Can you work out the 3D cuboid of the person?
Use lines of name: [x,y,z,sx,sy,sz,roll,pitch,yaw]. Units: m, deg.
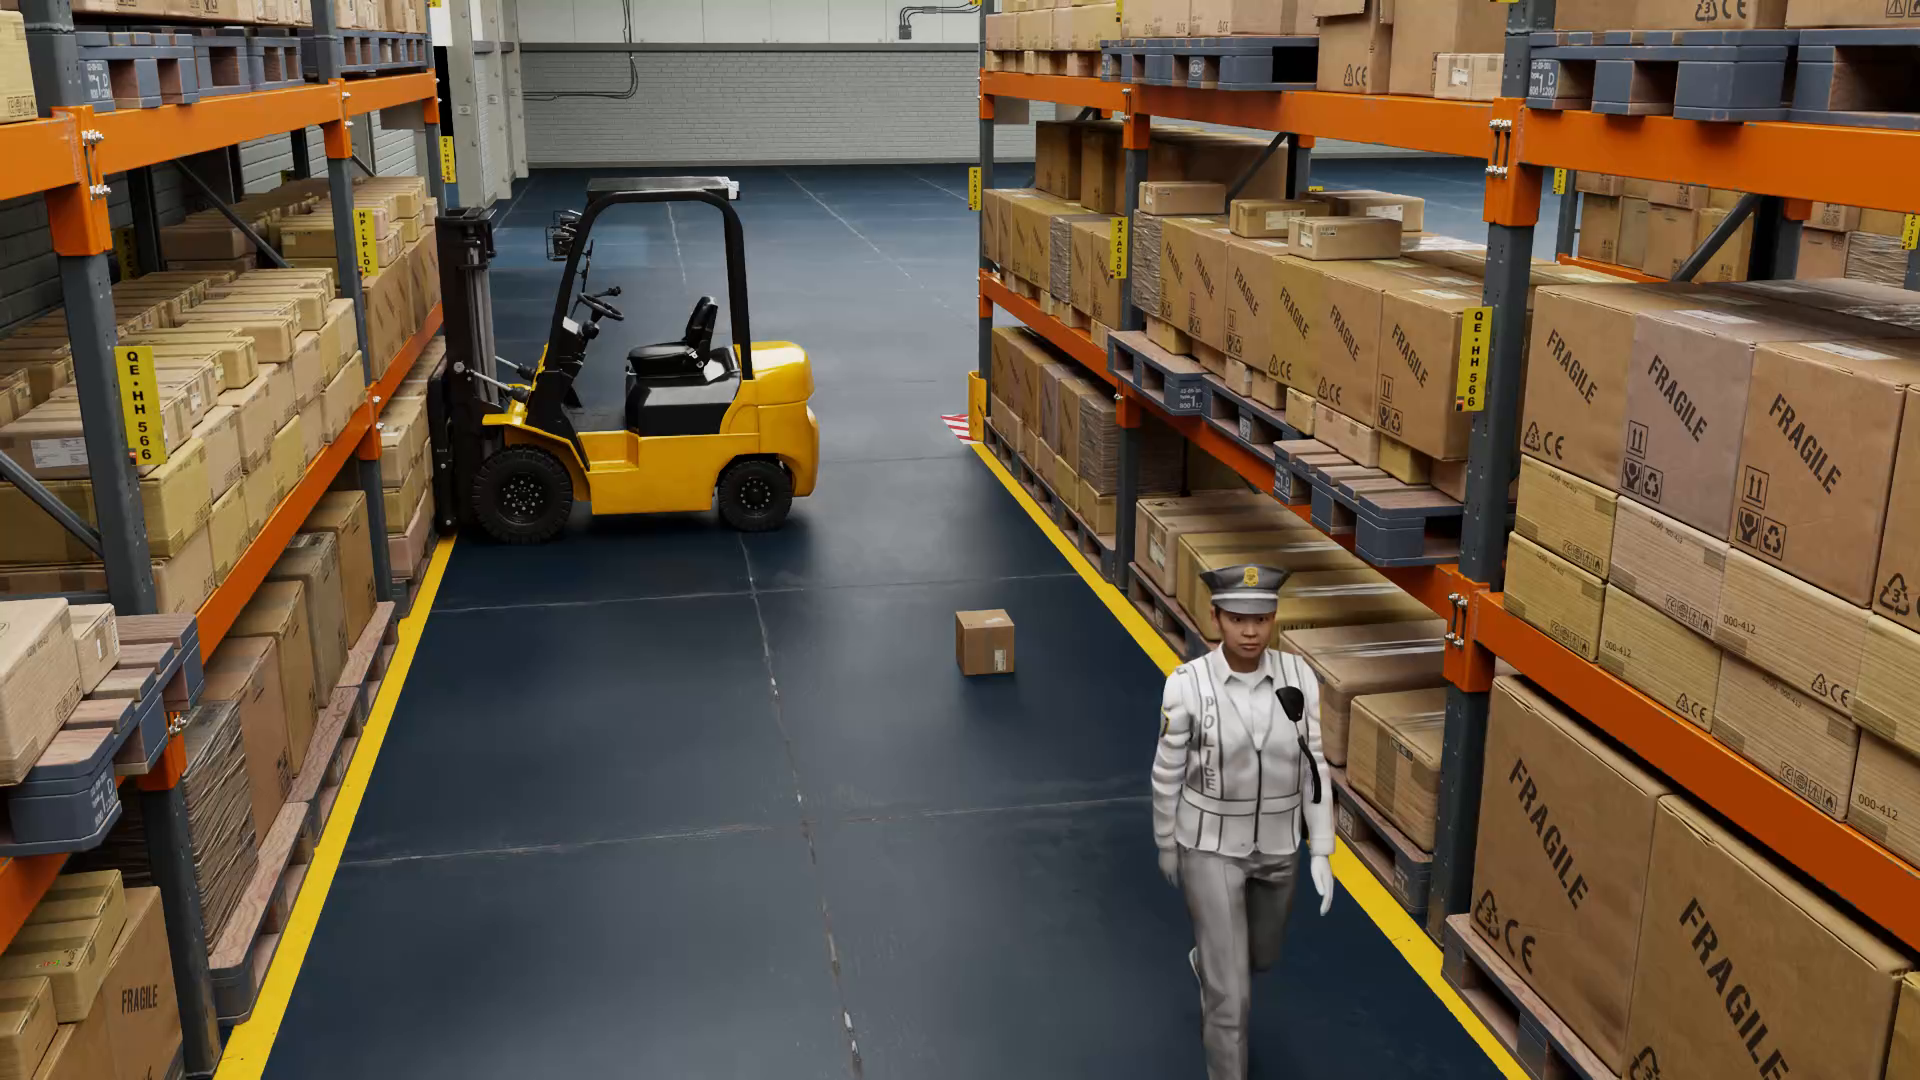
person: [0.784,0.832,4.644,0.477,1.645,0.935,-3,17,-11]
